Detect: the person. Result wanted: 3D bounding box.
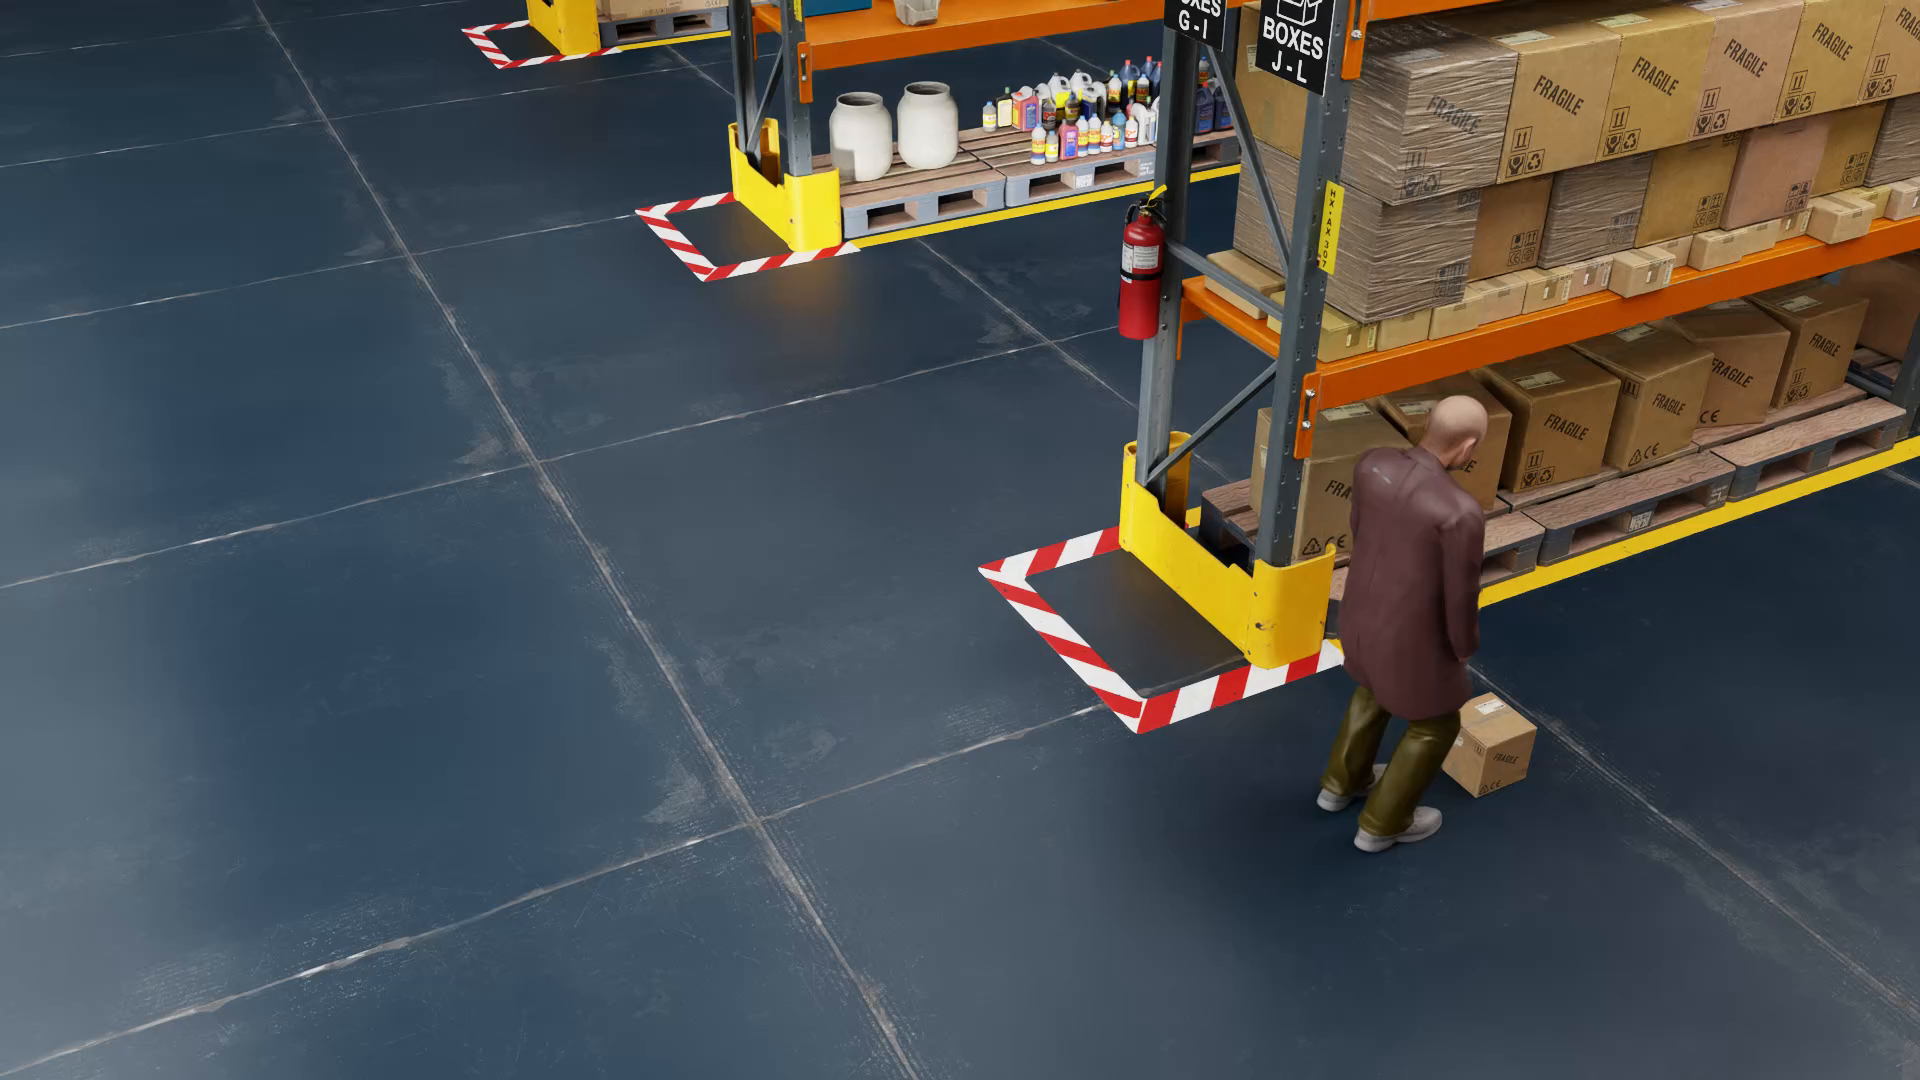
[{"bbox_3d":[1.536,0.289,5.770,0.448,1.715,0.595,-15,36,-22],"label":"person"}]
